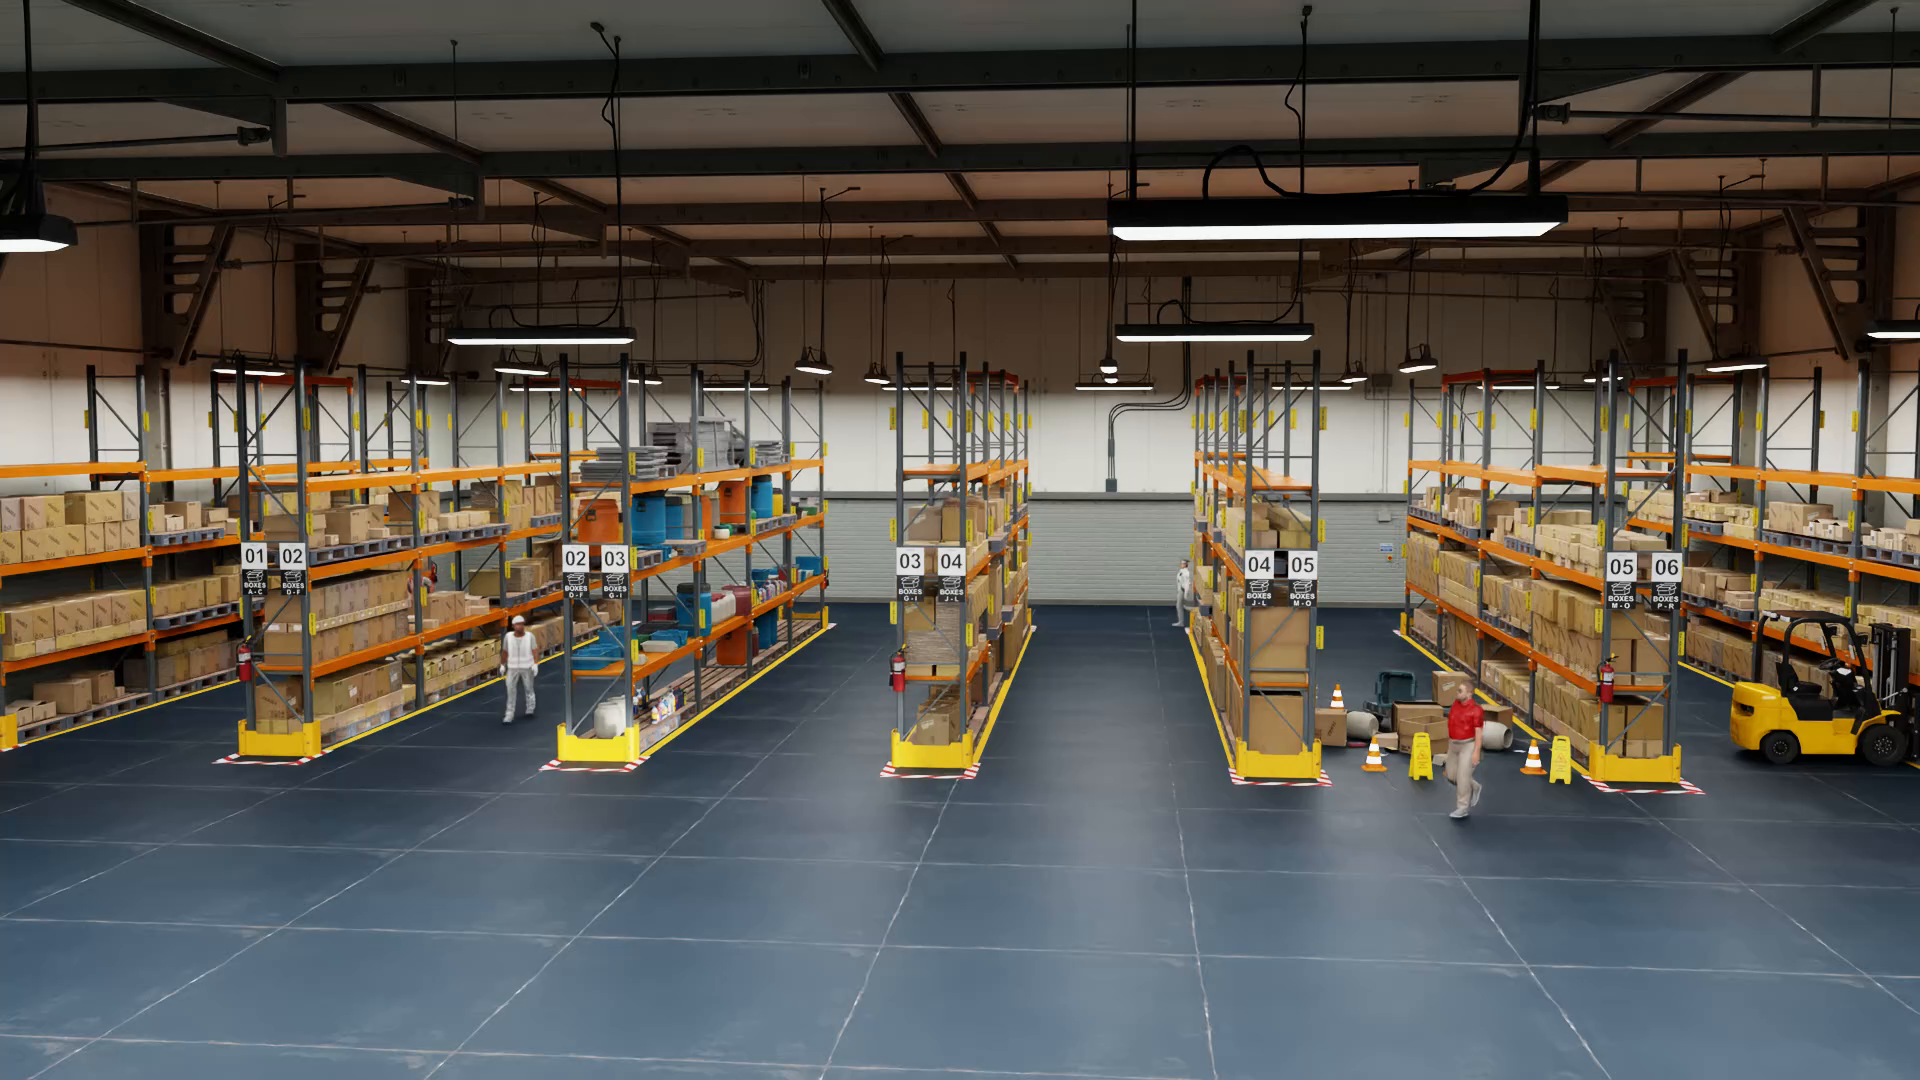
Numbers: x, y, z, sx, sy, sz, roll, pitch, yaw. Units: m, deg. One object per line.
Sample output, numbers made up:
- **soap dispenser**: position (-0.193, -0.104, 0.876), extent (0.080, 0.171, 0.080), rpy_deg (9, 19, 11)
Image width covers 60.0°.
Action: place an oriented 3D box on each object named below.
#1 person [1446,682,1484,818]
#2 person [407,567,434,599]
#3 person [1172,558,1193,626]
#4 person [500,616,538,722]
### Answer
- **person**: position (6.448, 2.633, 21.105), extent (0.762, 1.697, 0.544), rpy_deg (-3, 5, -34)
- **person**: position (-12.558, 1.428, 38.565), extent (0.641, 1.682, 0.639), rpy_deg (1, 4, 14)
- **person**: position (5.499, 1.266, 40.560), extent (0.628, 1.669, 0.468), rpy_deg (0, 4, 6)
- **person**: position (-7.403, 2.129, 27.871), extent (0.684, 1.722, 1.054), rpy_deg (0, 4, -4)
